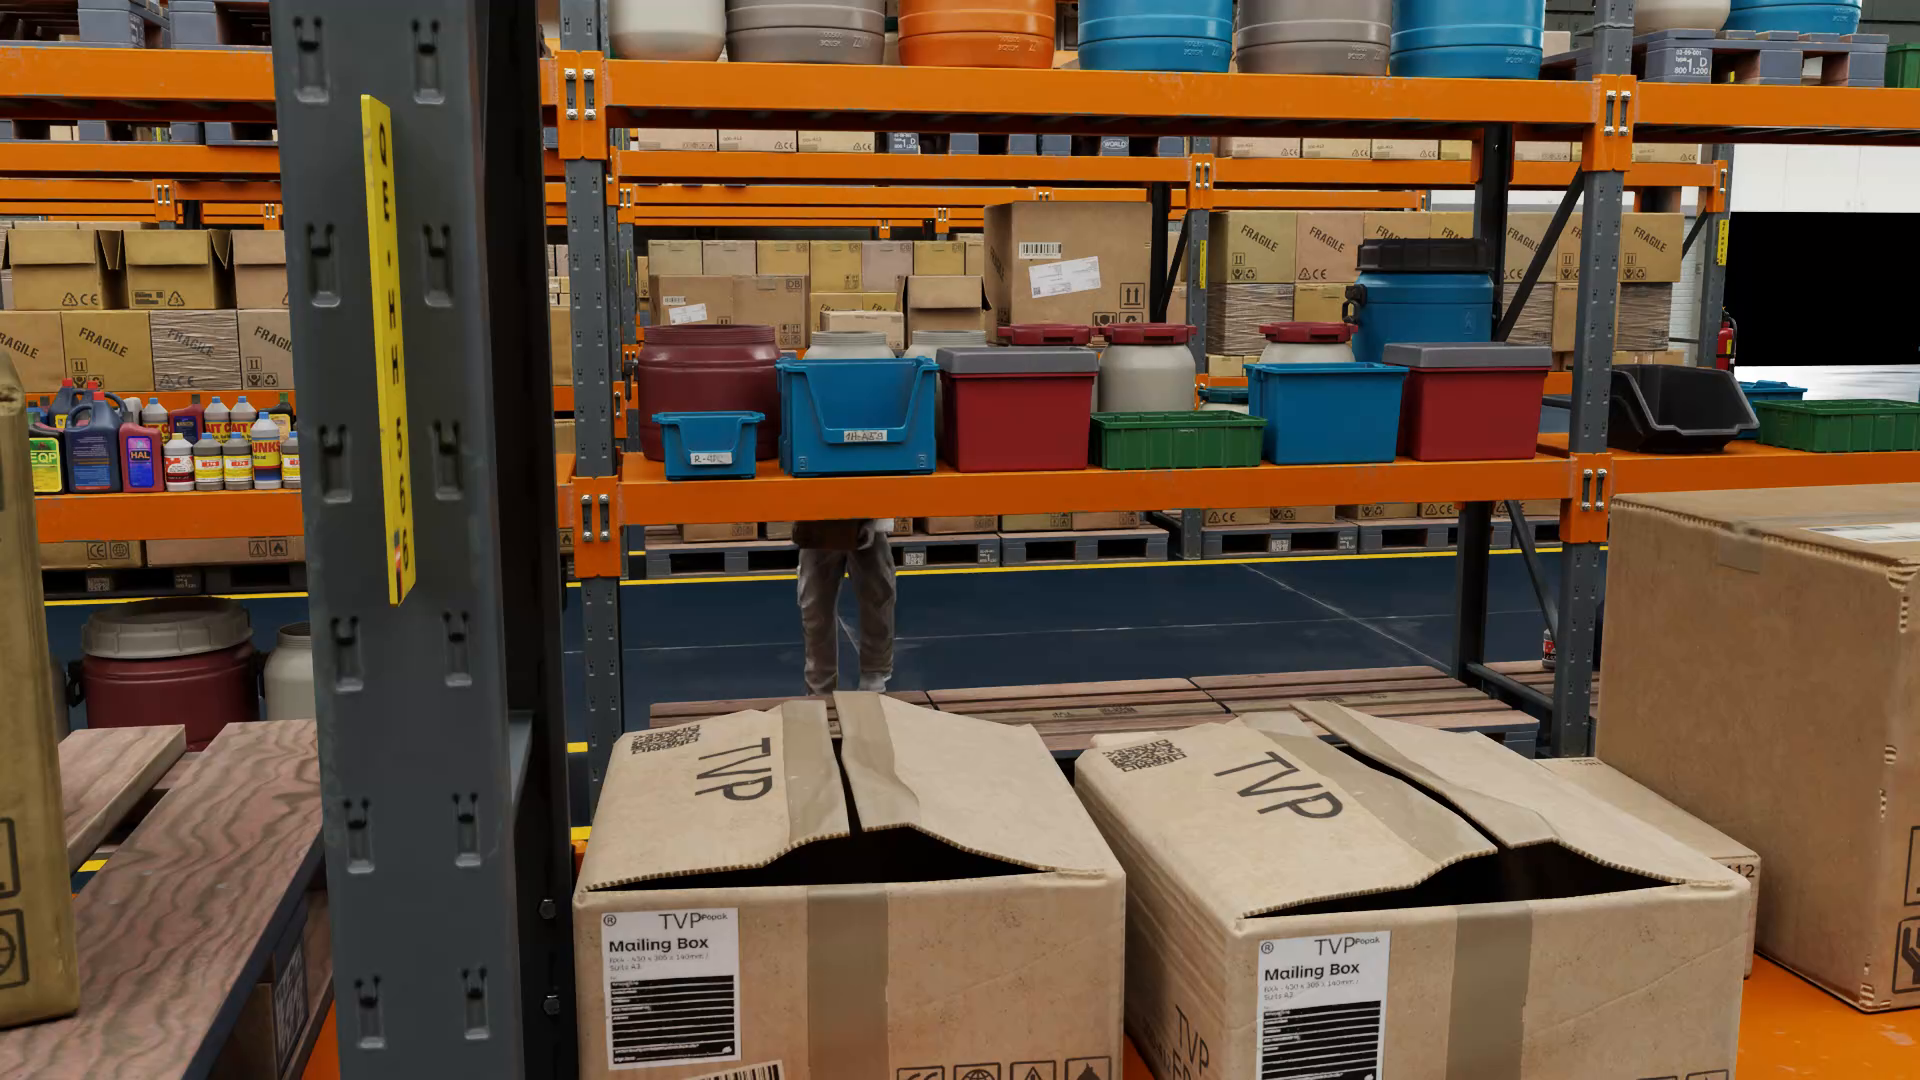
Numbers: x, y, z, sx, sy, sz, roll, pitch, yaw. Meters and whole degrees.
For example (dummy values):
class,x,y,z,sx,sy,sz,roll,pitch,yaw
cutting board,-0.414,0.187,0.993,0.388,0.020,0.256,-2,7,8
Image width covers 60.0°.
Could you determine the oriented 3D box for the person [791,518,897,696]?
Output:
class,x,y,z,sx,sy,sz,roll,pitch,yaw
person,-0.498,0.012,7.261,0.480,1.780,0.576,1,10,7
